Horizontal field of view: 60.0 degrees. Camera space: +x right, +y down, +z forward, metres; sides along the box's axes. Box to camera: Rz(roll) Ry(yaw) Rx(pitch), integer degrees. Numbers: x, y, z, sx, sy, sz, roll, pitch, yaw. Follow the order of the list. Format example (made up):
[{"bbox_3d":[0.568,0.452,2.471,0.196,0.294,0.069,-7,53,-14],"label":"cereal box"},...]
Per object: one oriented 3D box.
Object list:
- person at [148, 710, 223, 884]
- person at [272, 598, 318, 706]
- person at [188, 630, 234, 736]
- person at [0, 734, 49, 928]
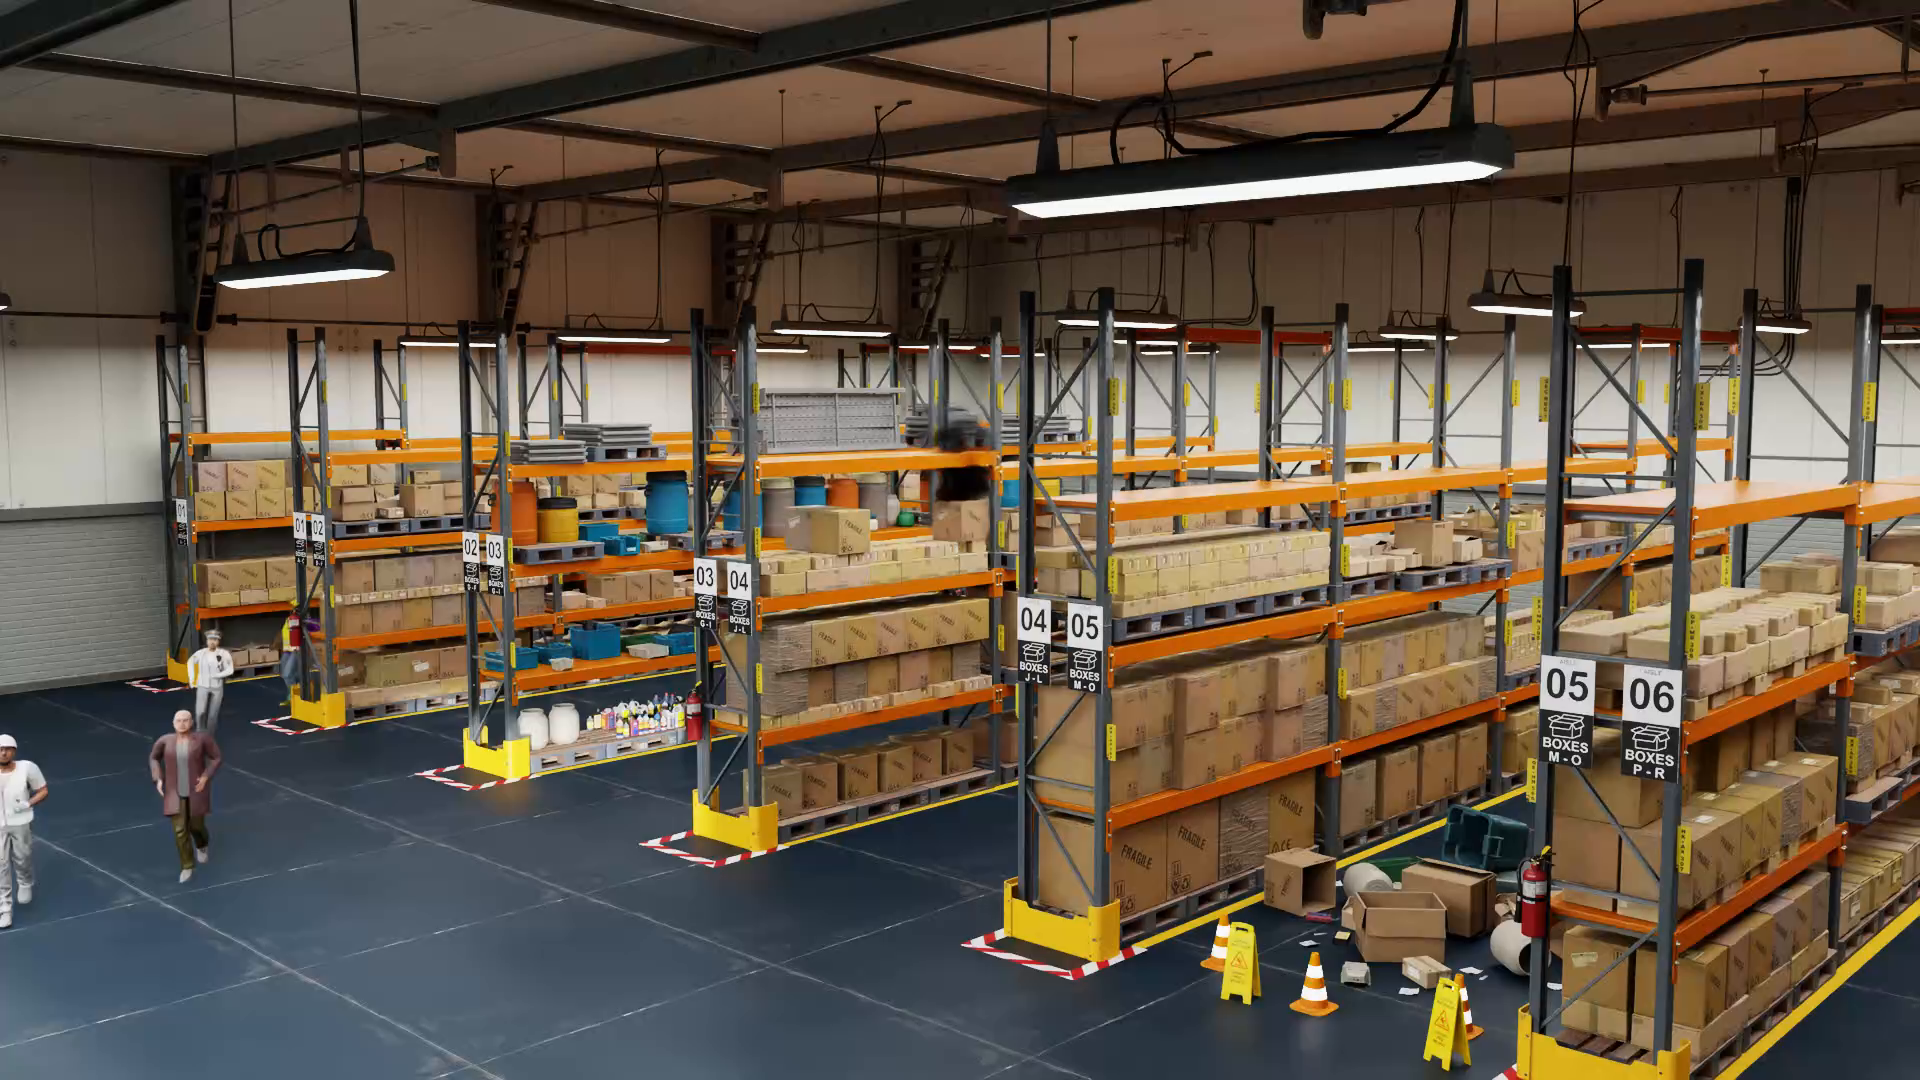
[{"bbox_3d":[-8.149,2.654,17.517,0.726,1.766,0.808,-2,6,-18],"label":"person"},{"bbox_3d":[-10.696,1.792,26.787,0.684,1.716,0.737,3,6,29],"label":"person"},{"bbox_3d":[-10.665,2.111,23.689,0.607,1.674,0.607,-2,6,-22],"label":"person"},{"bbox_3d":[-9.194,2.752,16.078,0.701,1.780,0.913,-2,6,-24],"label":"person"}]
